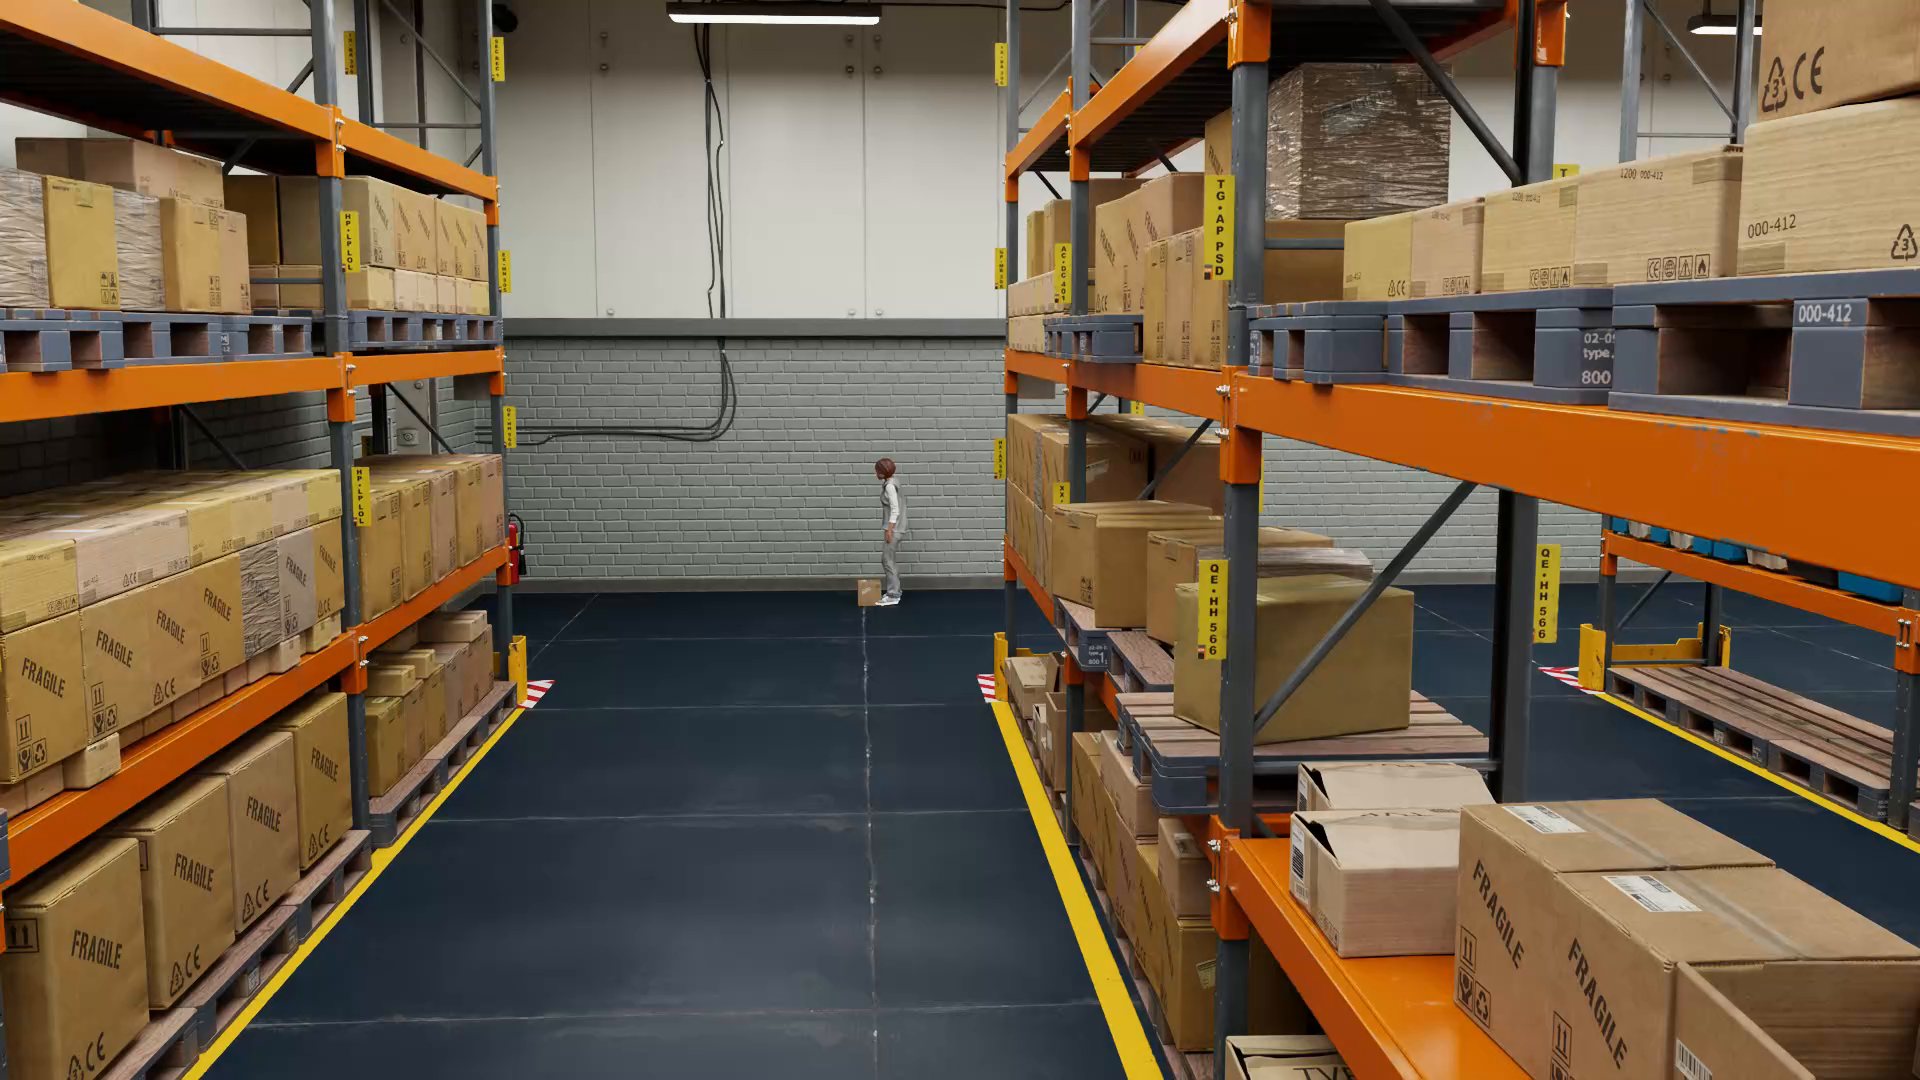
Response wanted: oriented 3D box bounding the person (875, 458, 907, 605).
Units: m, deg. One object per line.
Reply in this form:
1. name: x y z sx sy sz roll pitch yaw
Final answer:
1. person: -0.758 -0.095 18.072 0.369 1.591 0.459 0 7 -4
